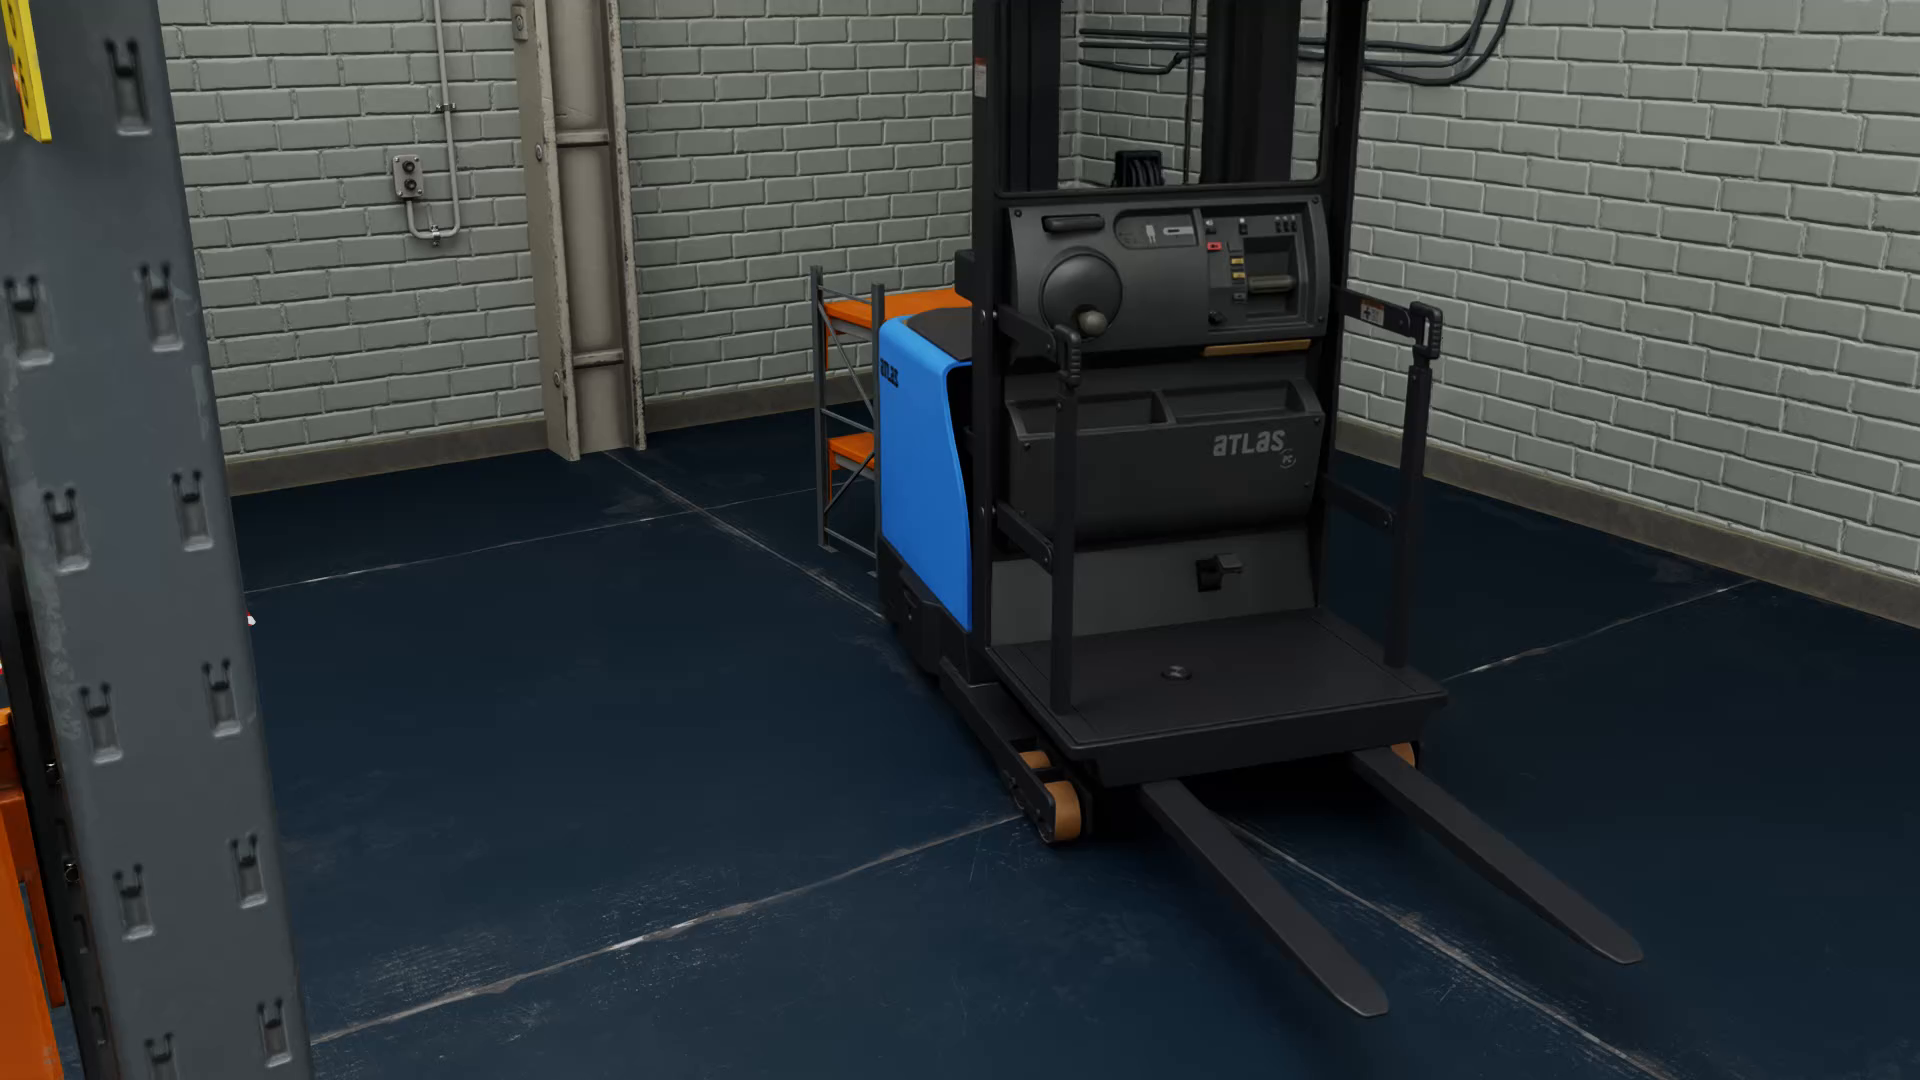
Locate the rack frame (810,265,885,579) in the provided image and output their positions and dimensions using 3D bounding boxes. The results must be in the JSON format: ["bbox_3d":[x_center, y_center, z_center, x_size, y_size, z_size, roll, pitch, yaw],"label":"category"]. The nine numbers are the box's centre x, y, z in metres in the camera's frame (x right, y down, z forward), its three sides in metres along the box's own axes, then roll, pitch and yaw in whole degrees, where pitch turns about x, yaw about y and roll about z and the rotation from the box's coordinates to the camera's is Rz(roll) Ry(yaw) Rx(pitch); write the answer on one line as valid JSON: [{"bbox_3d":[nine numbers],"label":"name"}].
[{"bbox_3d":[-0.419,-0.445,6.303,0.032,1.125,0.500,-12,22,-31],"label":"rack frame"}]

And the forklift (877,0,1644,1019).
[{"bbox_3d":[0.647,-0.733,4.336,1.130,2.935,3.031,-6,20,-17],"label":"forklift"}]

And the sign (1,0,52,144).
[{"bbox_3d":[-0.525,-0.383,0.894,0.005,0.325,0.100,-12,22,-31],"label":"sign"}]

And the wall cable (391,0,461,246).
[{"bbox_3d":[-2.992,-2.121,6.750,1.851,1.984,0.084,-12,22,-31],"label":"wall cable"}]

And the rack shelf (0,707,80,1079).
[{"bbox_3d":[-2.484,0.856,0.653,4.000,0.370,1.077,-12,22,-31],"label":"rack shelf"}]

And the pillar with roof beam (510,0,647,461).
[{"bbox_3d":[0.606,-3.559,3.221,0.400,9.000,9.100,-12,22,-31],"label":"pillar with roof beam"}]

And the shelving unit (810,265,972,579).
[{"bbox_3d":[0.006,-0.534,6.568,1.048,1.125,0.538,-12,22,-31],"label":"shelving unit"}]

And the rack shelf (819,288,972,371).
[{"bbox_3d":[0.006,-0.811,6.474,1.000,0.278,0.538,-12,22,-31],"label":"rack shelf"}]

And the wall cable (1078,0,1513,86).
[{"bbox_3d":[1.379,-3.433,7.698,0.112,2.526,3.097,-12,22,-31],"label":"wall cable"}]

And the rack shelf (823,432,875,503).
[{"bbox_3d":[0.006,-0.302,6.646,1.000,0.278,0.538,-12,22,-31],"label":"rack shelf"}]
